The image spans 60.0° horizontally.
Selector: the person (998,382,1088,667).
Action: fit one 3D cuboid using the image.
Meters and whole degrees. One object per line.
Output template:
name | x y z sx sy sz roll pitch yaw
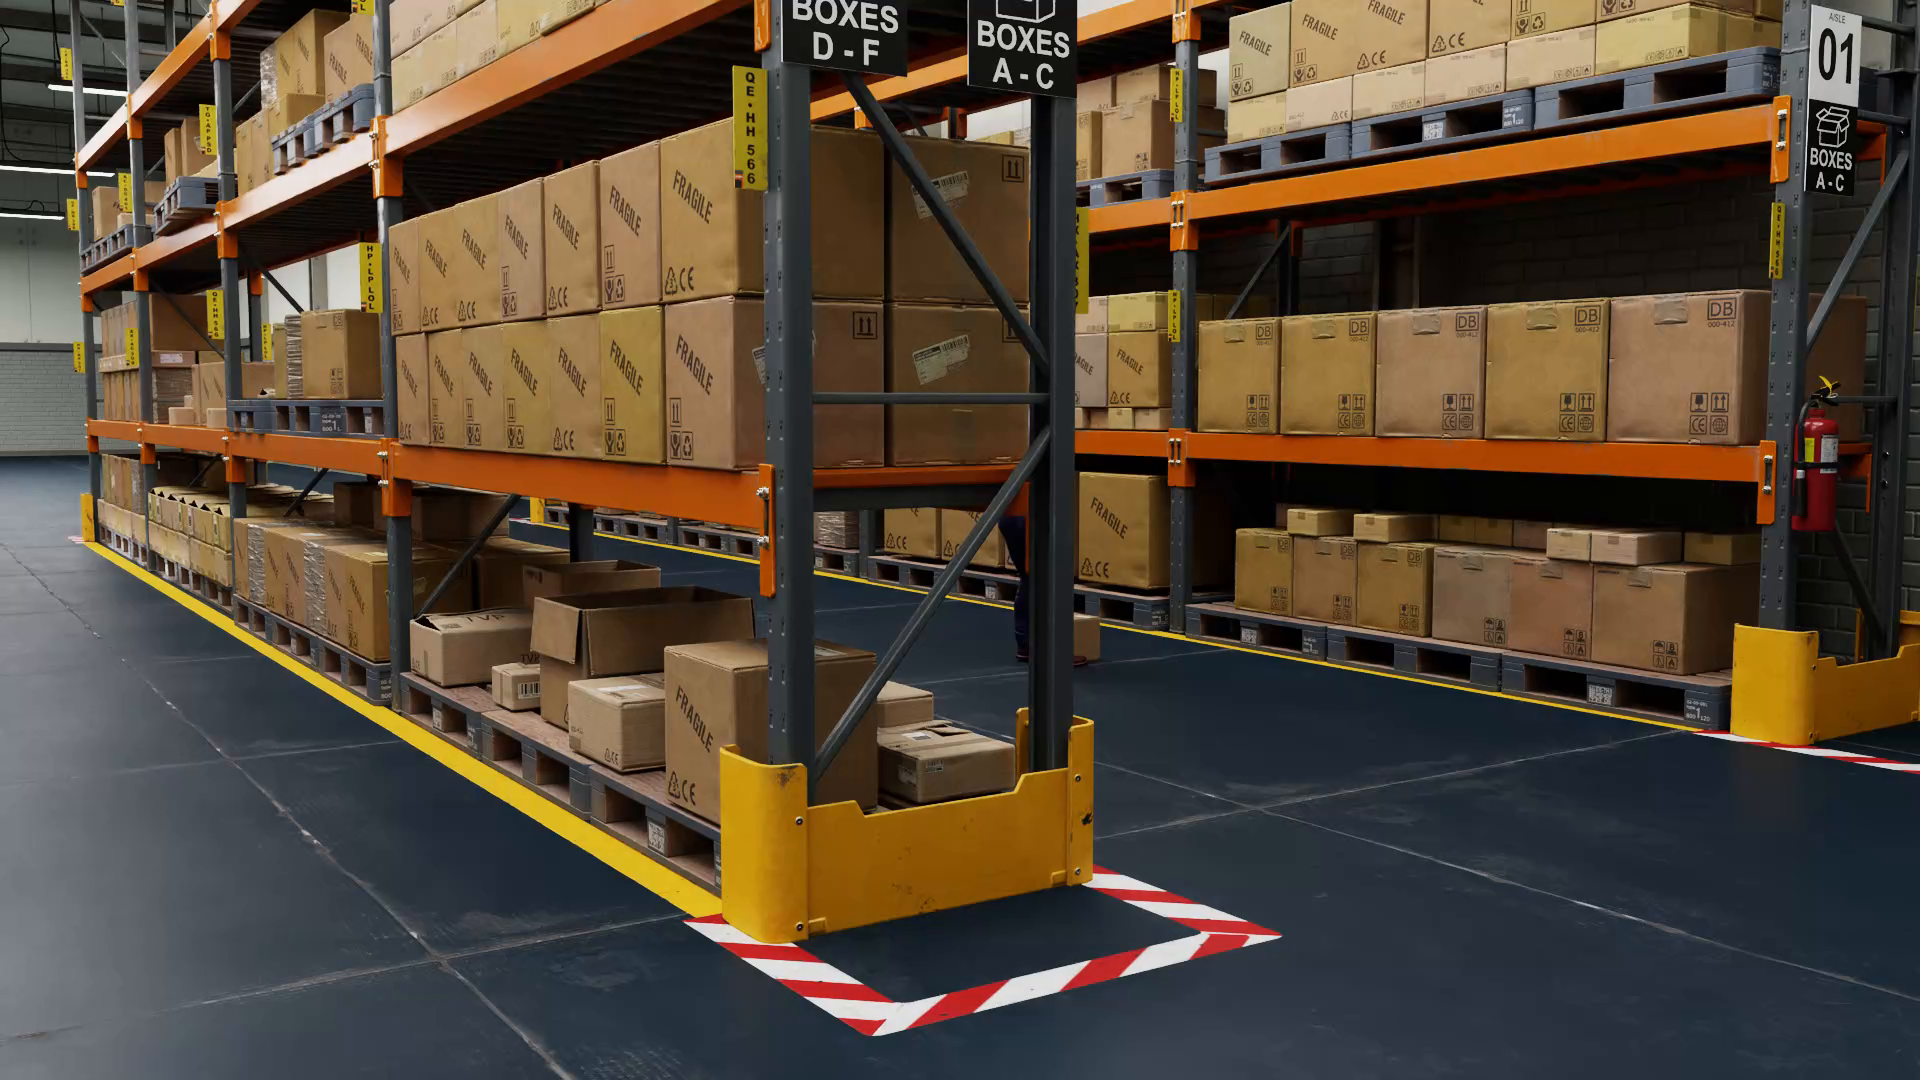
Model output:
person | 0.467 -0.116 9.535 0.421 1.648 0.564 -4 6 -37
